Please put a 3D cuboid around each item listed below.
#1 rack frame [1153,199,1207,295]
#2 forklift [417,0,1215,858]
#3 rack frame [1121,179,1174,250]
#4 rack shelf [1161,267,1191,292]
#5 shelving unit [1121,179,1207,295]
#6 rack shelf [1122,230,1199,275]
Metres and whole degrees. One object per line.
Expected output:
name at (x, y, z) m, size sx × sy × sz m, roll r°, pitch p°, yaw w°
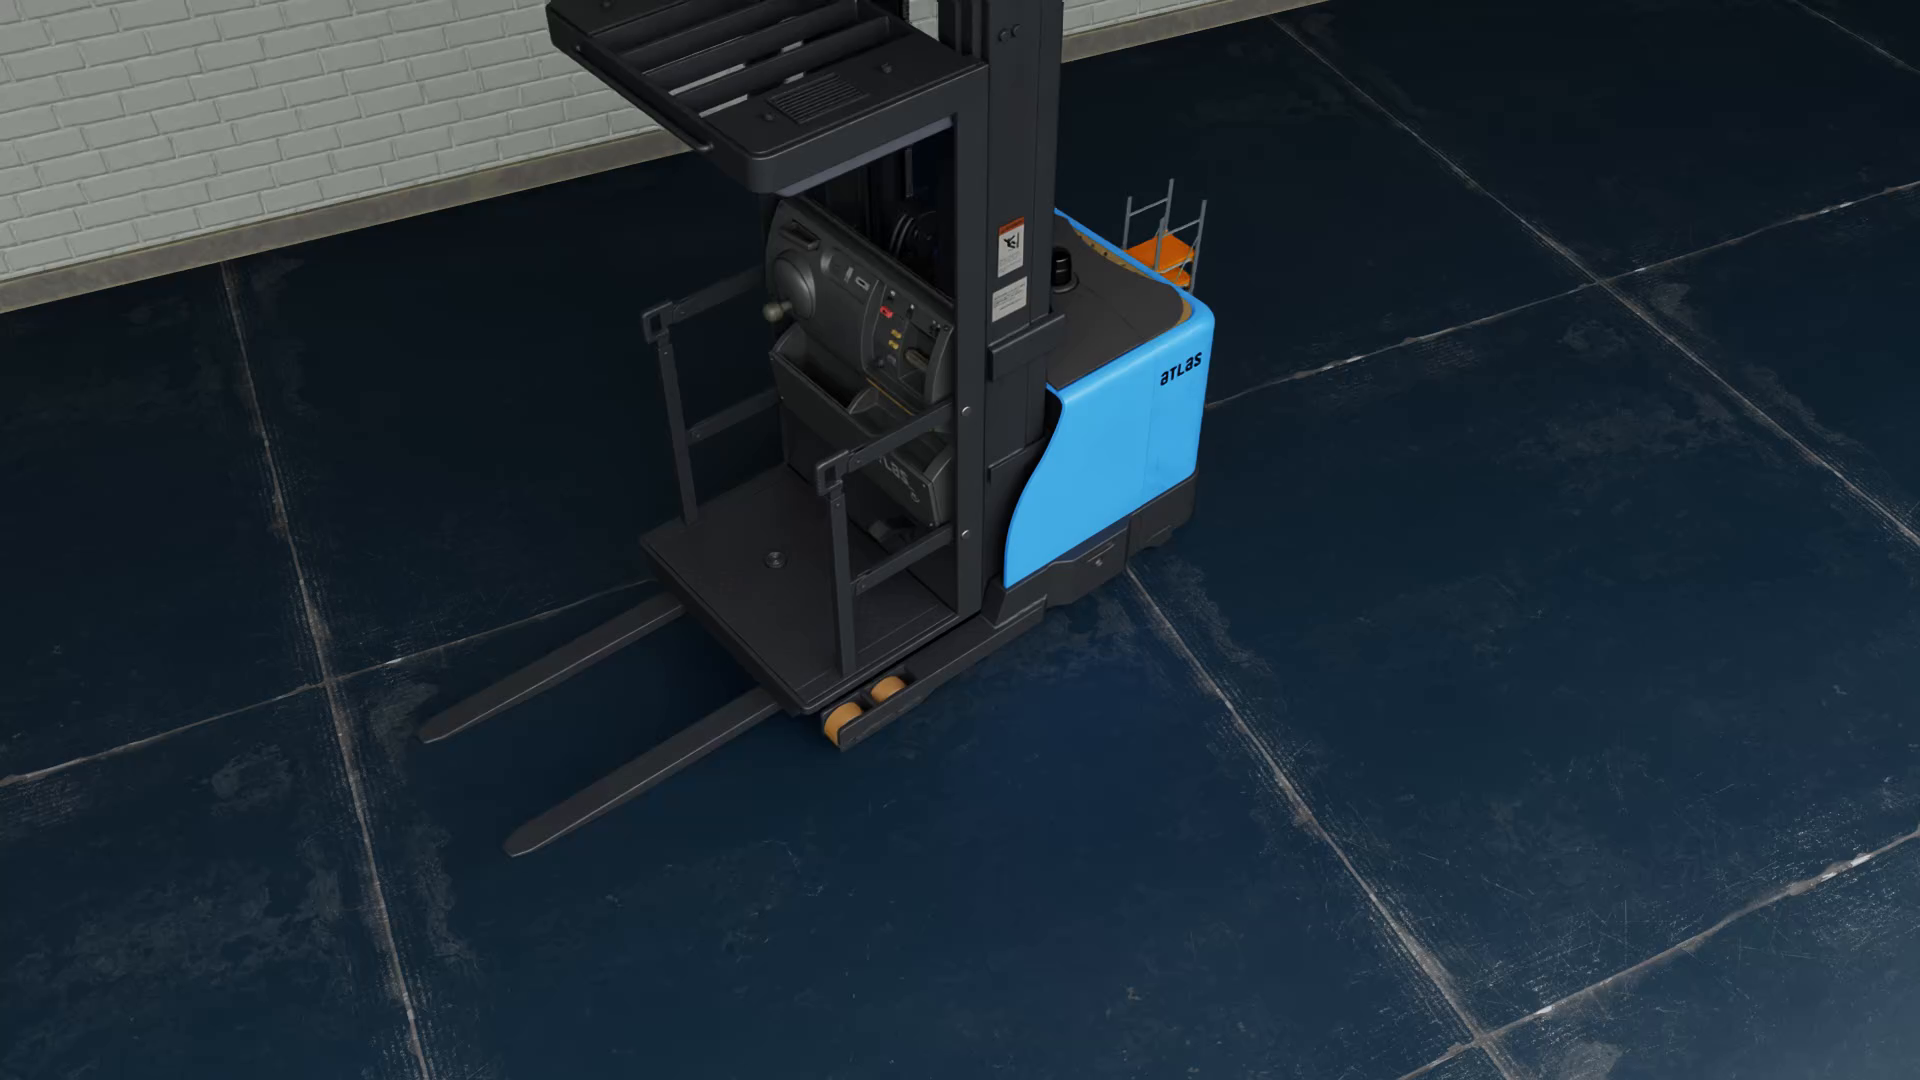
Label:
rack frame at (0.831, -0.819, 6.720) m, size 0.240 × 1.200 × 0.006 m, roll -27°, pitch 51°, yaw -27°
forklift at (-0.505, -0.715, 5.388) m, size 3.031 × 2.935 × 1.130 m, roll -30°, pitch 52°, yaw -27°
rack frame at (0.719, -0.921, 6.822) m, size 0.240 × 1.200 × 0.006 m, roll -27°, pitch 51°, yaw -27°
rack shelf at (0.781, -1.012, 6.636) m, size 0.258 × 0.103 × 0.180 m, roll -27°, pitch 51°, yaw -27°
shelving unit at (0.775, -0.870, 6.771) m, size 0.258 × 1.200 × 0.189 m, roll -27°, pitch 51°, yaw -27°
rack shelf at (0.784, -1.099, 6.554) m, size 0.258 × 0.103 × 0.180 m, roll -27°, pitch 51°, yaw -27°
